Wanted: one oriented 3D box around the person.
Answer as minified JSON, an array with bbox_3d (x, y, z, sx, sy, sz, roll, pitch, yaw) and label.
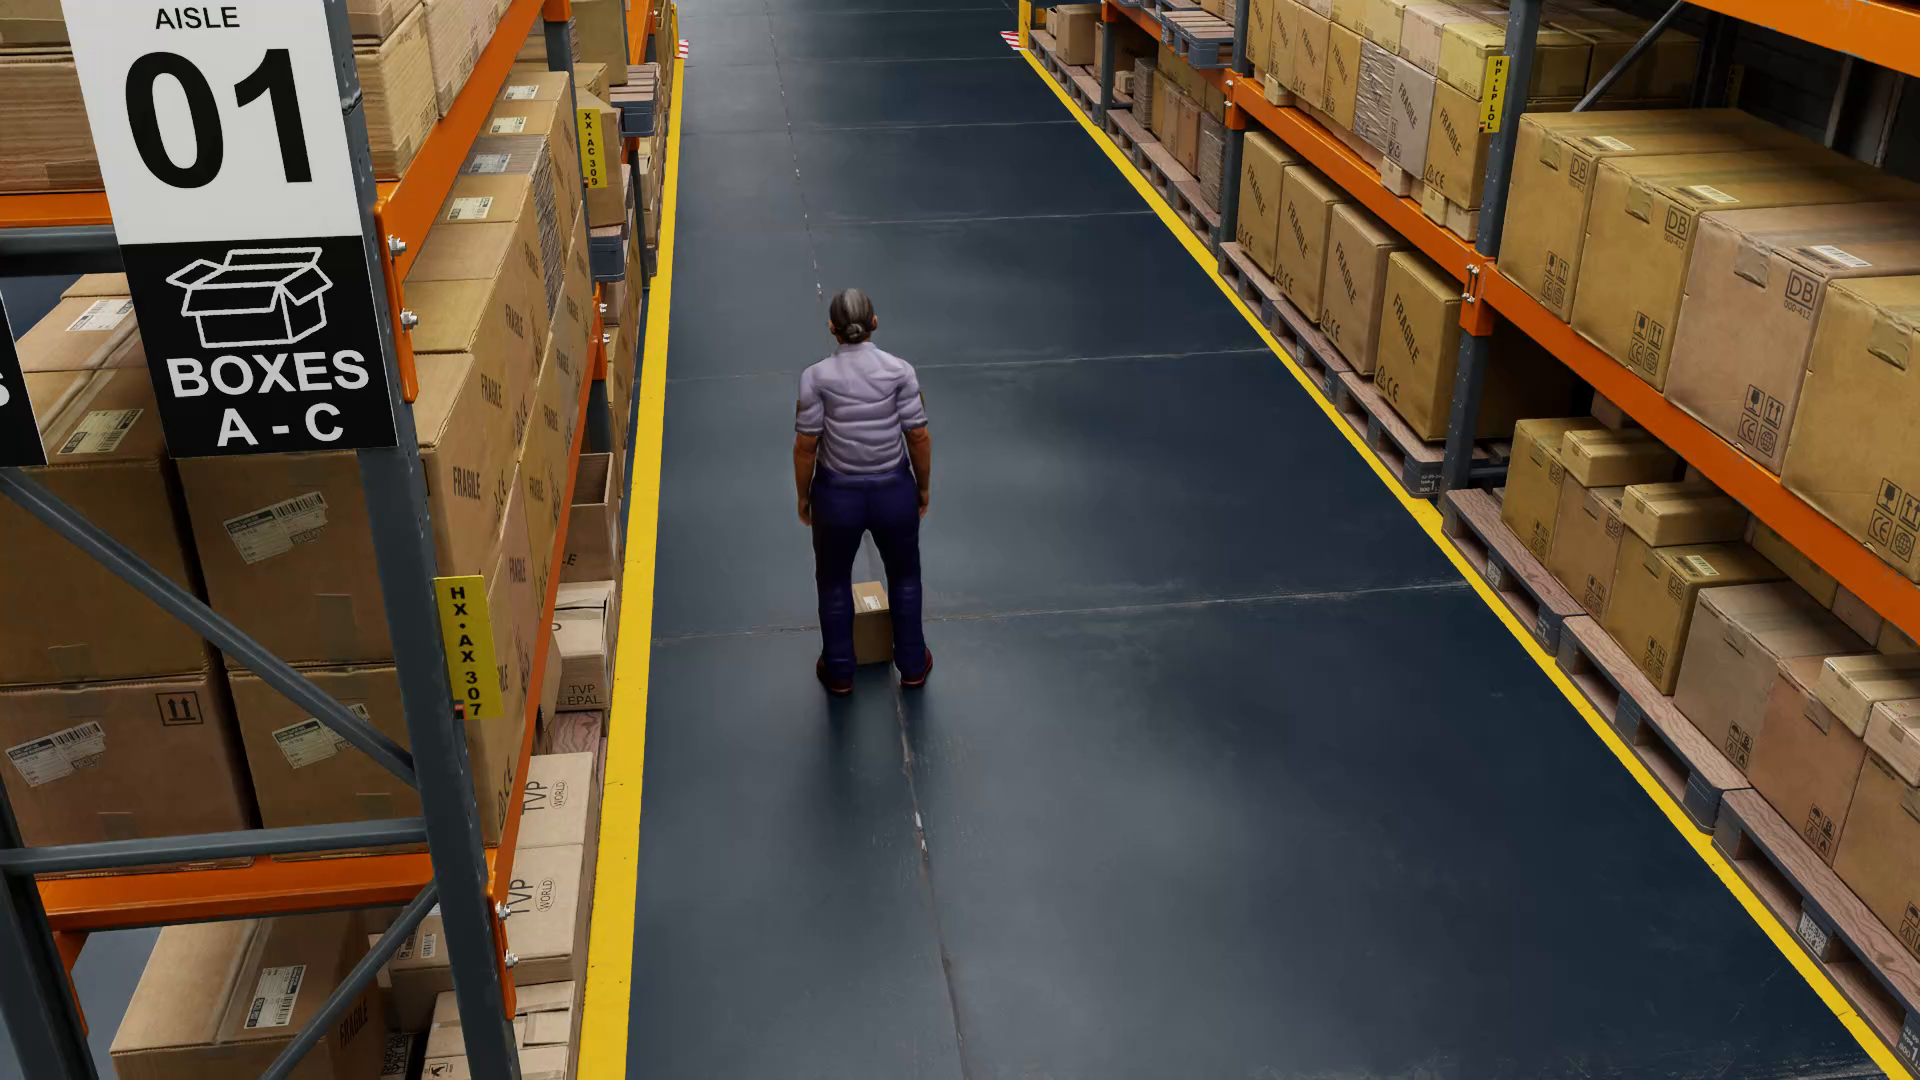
[{"bbox_3d":[-0.367,-0.157,6.445,0.539,1.639,0.377,-4,28,-7],"label":"person"}]
